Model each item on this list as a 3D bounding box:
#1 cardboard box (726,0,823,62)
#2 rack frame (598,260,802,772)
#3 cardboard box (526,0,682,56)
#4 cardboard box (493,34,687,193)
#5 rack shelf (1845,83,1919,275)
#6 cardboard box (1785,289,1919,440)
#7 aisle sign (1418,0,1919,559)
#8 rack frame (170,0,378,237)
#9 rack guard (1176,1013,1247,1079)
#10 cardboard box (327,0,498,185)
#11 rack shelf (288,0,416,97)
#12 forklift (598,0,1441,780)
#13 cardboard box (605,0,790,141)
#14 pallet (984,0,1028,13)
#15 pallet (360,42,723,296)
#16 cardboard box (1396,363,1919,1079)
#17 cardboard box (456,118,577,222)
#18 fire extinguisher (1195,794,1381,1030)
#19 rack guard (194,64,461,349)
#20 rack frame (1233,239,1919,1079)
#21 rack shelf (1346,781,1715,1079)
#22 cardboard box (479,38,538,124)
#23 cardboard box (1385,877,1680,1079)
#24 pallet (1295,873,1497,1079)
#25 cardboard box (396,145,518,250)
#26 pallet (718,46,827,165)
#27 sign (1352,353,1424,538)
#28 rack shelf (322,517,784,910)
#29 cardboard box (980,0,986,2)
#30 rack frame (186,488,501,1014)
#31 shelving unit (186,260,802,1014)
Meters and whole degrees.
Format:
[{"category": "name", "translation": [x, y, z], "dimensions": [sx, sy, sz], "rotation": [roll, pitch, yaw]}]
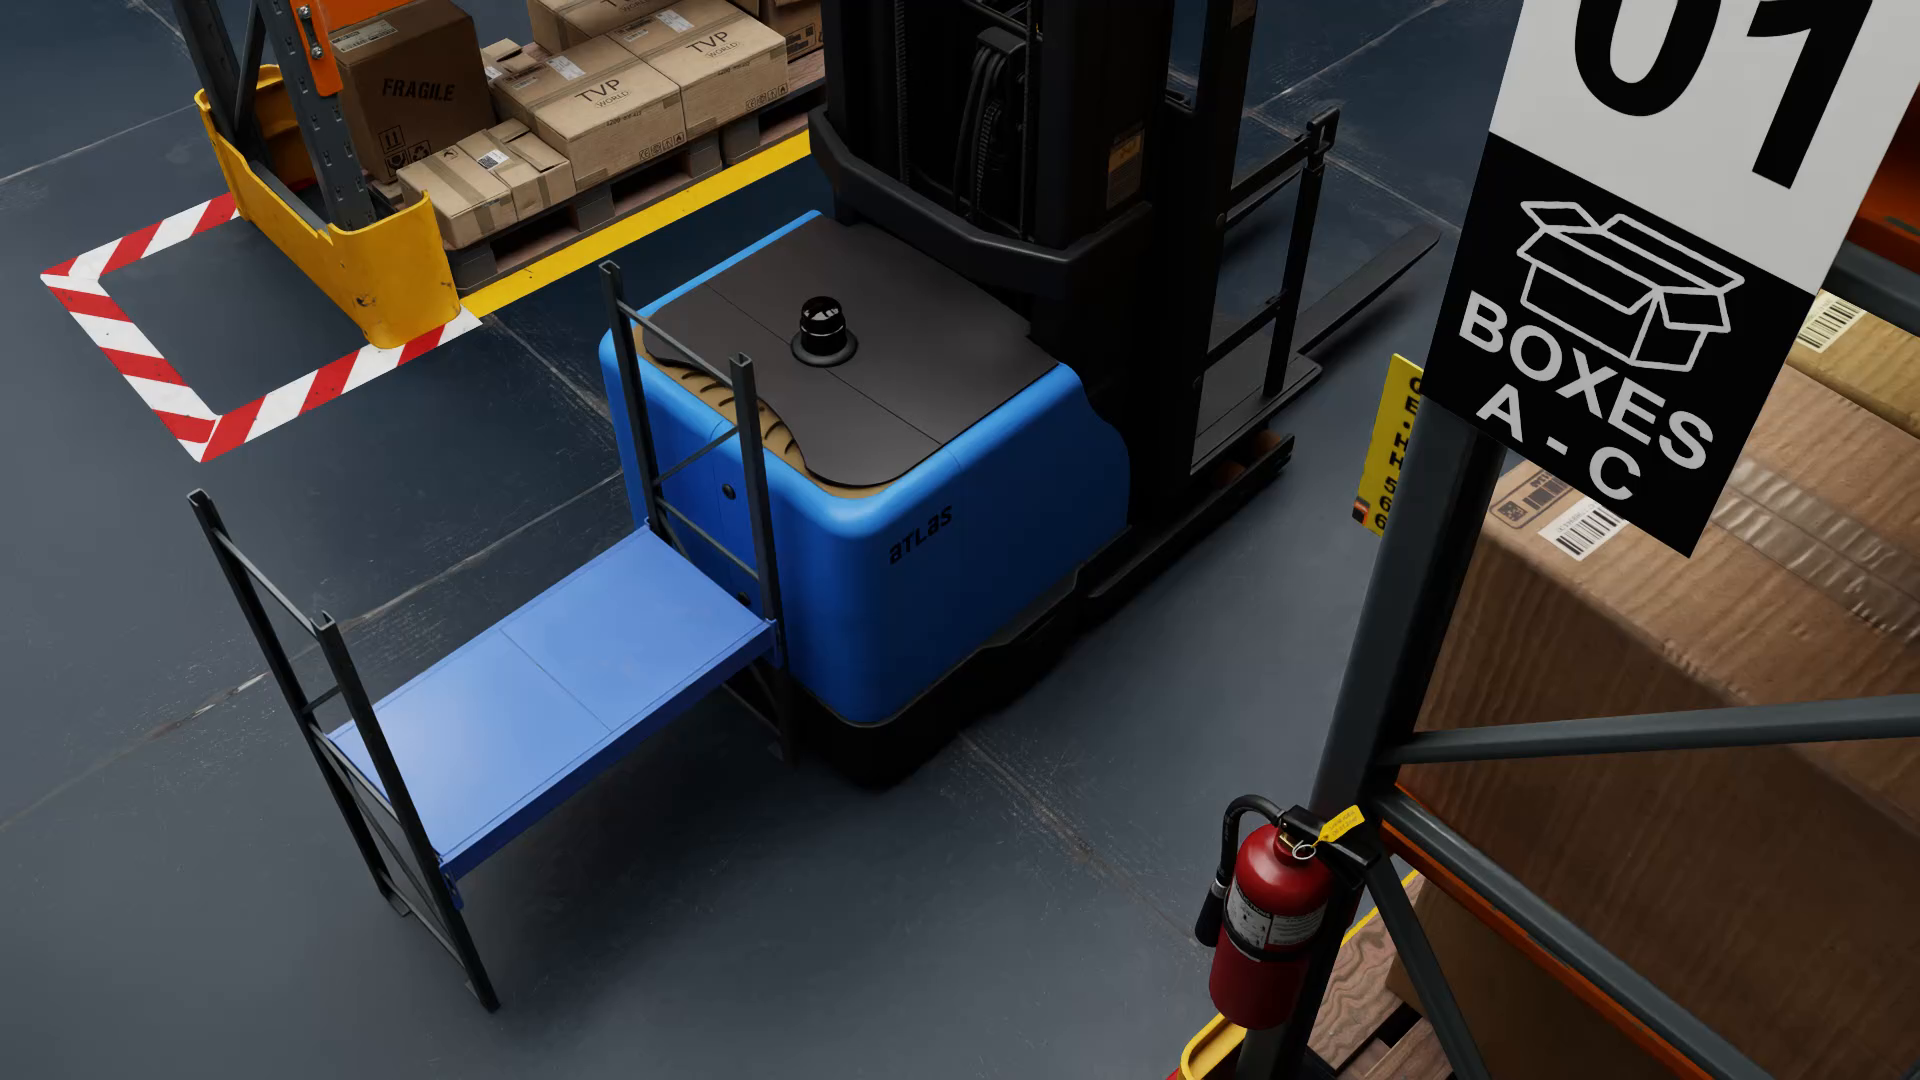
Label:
[{"category": "cardboard box", "translation": [-0.781, -2.384, 6.808], "dimensions": [0.637, 0.503, 0.797], "rotation": [-34, 56, -27]}, {"category": "rack frame", "translation": [-0.634, 0.004, 4.226], "dimensions": [0.500, 1.500, 0.032], "rotation": [35, 56, 28]}, {"category": "cardboard box", "translation": [-1.394, -2.108, 6.726], "dimensions": [0.500, 0.250, 0.500], "rotation": [-34, 56, -27]}, {"category": "cardboard box", "translation": [-1.391, -1.614, 6.270], "dimensions": [0.500, 0.250, 0.500], "rotation": [-34, 56, -27]}, {"category": "rack shelf", "translation": [2.461, -1.106, 2.678], "dimensions": [4.000, 0.370, 1.077], "rotation": [-34, 56, -27]}, {"category": "cardboard box", "translation": [1.883, -0.069, 3.068], "dimensions": [0.700, 0.700, 0.980], "rotation": [-34, 56, -27]}, {"category": "aisle sign", "translation": [0.726, -0.353, 1.766], "dimensions": [0.004, 0.787, 0.394], "rotation": [-34, 56, -27]}, {"category": "rack frame", "translation": [-2.354, -2.035, 5.087], "dimensions": [0.127, 3.000, 1.000], "rotation": [-34, 56, -27]}, {"category": "rack guard", "translation": [0.964, 1.516, 3.511], "dimensions": [0.348, 0.500, 1.175], "rotation": [-34, 56, -27]}, {"category": "cardboard box", "translation": [-2.117, -1.740, 6.216], "dimensions": [0.500, 0.500, 0.500], "rotation": [-34, 56, -27]}, {"category": "rack shelf", "translation": [-0.874, -2.780, 6.264], "dimensions": [4.000, 0.370, 1.077], "rotation": [-34, 56, -27]}, {"category": "forklift", "translation": [0.436, -1.323, 4.476], "dimensions": [1.130, 2.935, 3.031], "rotation": [36, 57, 28]}, {"category": "cardboard box", "translation": [-1.021, -1.861, 6.498], "dimensions": [0.500, 0.250, 0.500], "rotation": [-34, 56, -27]}, {"category": "pallet", "translation": [0.097, -2.728, 7.624], "dimensions": [1.213, 0.211, 1.003], "rotation": [-34, 56, -27]}, {"category": "pallet", "translation": [-1.708, -1.522, 6.511], "dimensions": [1.213, 0.211, 1.003], "rotation": [-34, 56, -27]}, {"category": "cardboard box", "translation": [1.352, 0.297, 2.731], "dimensions": [0.700, 0.700, 0.980], "rotation": [-31, 55, -26]}, {"category": "cardboard box", "translation": [-1.628, -1.367, 6.099], "dimensions": [0.250, 0.166, 0.380], "rotation": [-34, 56, -27]}, {"category": "fire extinguisher", "translation": [0.559, 0.633, 2.931], "dimensions": [0.183, 0.674, 0.296], "rotation": [-34, 56, -27]}, {"category": "rack guard", "translation": [-2.298, -1.225, 6.040], "dimensions": [0.348, 0.500, 1.175], "rotation": [-34, 56, -27]}, {"category": "rack frame", "translation": [0.979, 0.655, 2.605], "dimensions": [0.053, 2.616, 0.949], "rotation": [-34, 56, -27]}, {"category": "rack shelf", "translation": [2.461, -0.088, 3.780], "dimensions": [4.000, 0.370, 1.077], "rotation": [-34, 56, -27]}, {"category": "cardboard box", "translation": [-1.757, -1.778, 6.478], "dimensions": [0.250, 0.166, 0.380], "rotation": [-34, 56, -27]}, {"category": "cardboard box", "translation": [1.432, 0.961, 3.737], "dimensions": [0.500, 0.500, 0.700], "rotation": [-34, 56, -27]}, {"category": "pallet", "translation": [1.520, 1.164, 4.032], "dimensions": [1.213, 0.211, 1.003], "rotation": [-34, 56, -27]}, {"category": "cardboard box", "translation": [-1.813, -1.238, 5.992], "dimensions": [0.250, 0.149, 0.380], "rotation": [-34, 56, -27]}, {"category": "pallet", "translation": [-0.806, -2.122, 7.064], "dimensions": [1.213, 0.211, 1.003], "rotation": [-34, 56, -27]}, {"category": "sign", "translation": [0.627, -0.118, 2.369], "dimensions": [0.005, 0.325, 0.100], "rotation": [-34, 56, -27]}, {"category": "rack shelf", "translation": [-0.988, 0.394, 4.111], "dimensions": [0.538, 0.185, 1.000], "rotation": [35, 56, 28]}, {"category": "cardboard box", "translation": [-0.180, -2.444, 6.994], "dimensions": [0.500, 0.311, 0.500], "rotation": [-34, 56, -27]}, {"category": "rack frame", "translation": [-1.342, 0.540, 3.731], "dimensions": [0.500, 1.500, 0.032], "rotation": [35, 56, 28]}, {"category": "shelving unit", "translation": [-0.988, 0.272, 3.979], "dimensions": [0.538, 1.500, 1.048], "rotation": [35, 56, 28]}]
